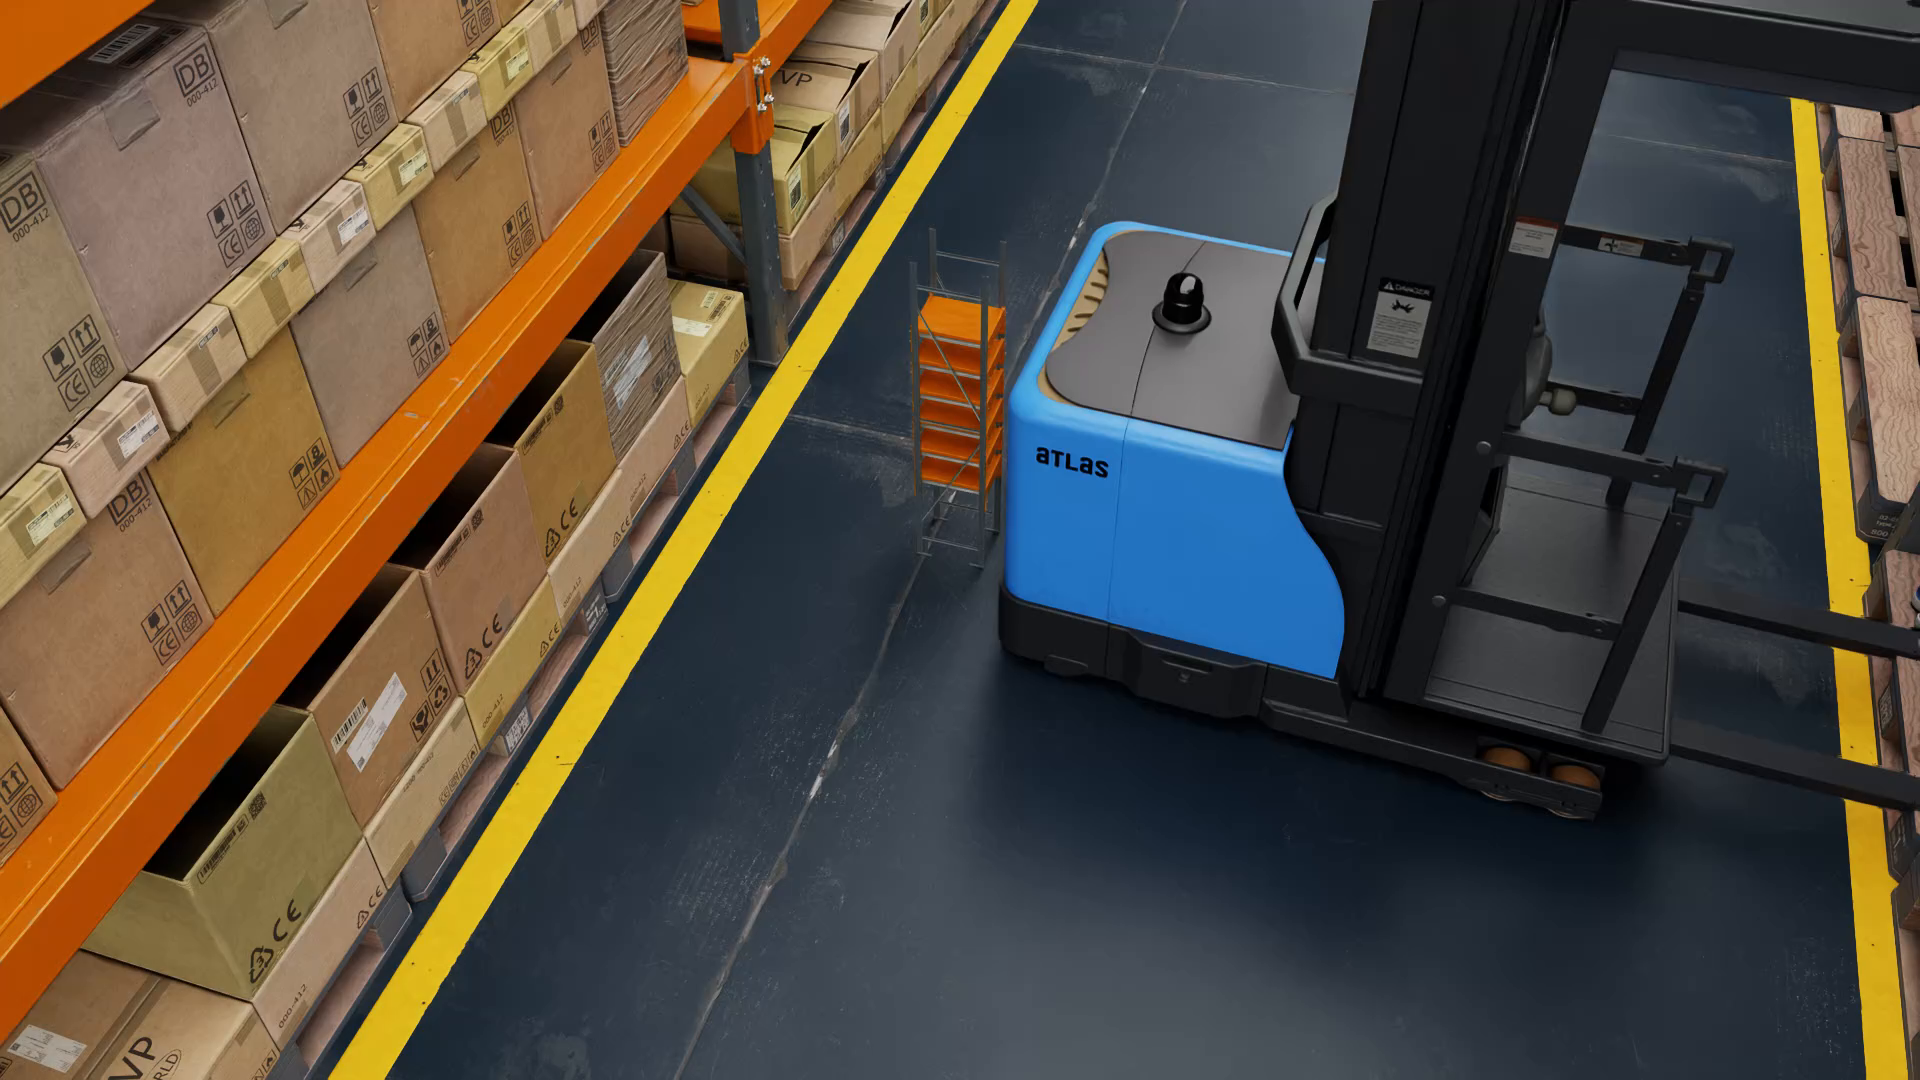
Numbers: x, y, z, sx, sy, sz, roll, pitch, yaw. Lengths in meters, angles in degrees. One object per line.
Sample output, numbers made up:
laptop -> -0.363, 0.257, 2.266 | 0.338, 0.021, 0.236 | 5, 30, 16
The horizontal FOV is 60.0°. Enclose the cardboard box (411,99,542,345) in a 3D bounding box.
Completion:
cardboard box -> -1.601, -0.935, 4.489 | 0.700, 0.500, 0.500 | 13, 46, 13

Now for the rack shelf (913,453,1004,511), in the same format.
rack shelf -> -0.004, -0.216, 5.519 | 0.258, 0.103, 0.180 | 13, 46, 12

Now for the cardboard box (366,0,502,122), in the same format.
cardboard box -> -1.596, -1.414, 4.051 | 0.700, 0.500, 0.500 | 13, 46, 12

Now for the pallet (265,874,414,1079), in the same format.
pallet -> -2.183, 1.262, 4.310 | 1.003, 0.211, 1.213 | 13, 46, 13

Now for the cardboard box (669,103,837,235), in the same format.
cardboard box -> -0.801, -1.473, 6.375 | 0.500, 0.311, 0.500 | 13, 46, 13

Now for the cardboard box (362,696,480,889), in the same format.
cardboard box -> -1.700, 0.639, 4.618 | 0.500, 0.250, 0.500 | 13, 46, 13

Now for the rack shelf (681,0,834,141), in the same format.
rack shelf -> -0.558, -2.959, 7.143 | 1.077, 0.370, 4.000 | 13, 46, 13

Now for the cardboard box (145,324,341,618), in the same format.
cardboard box -> -1.911, -0.241, 3.781 | 0.700, 0.500, 0.500 | 13, 46, 13

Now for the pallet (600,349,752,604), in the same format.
pallet -> -1.444, -0.365, 5.972 | 1.003, 0.211, 1.213 | 13, 46, 13

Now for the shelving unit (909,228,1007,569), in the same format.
shelving unit -> -0.004, -0.419, 5.320 | 0.258, 1.200, 0.189 | 13, 46, 12

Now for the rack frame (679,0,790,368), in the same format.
rack frame -> -1.163, -1.883, 5.529 | 1.000, 3.000, 0.127 | 13, 46, 13

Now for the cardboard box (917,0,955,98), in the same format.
cardboard box -> -0.340, -2.292, 7.613 | 0.500, 0.250, 0.500 | 13, 46, 13

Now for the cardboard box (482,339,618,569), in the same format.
cardboard box -> -1.406, -0.298, 5.039 | 0.500, 0.500, 0.500 | 13, 46, 13

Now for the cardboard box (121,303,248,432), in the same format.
cardboard box -> -1.739, -0.388, 3.467 | 0.380, 0.149, 0.250 | 11, 45, 11

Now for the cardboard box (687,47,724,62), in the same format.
cardboard box -> -1.162, -1.929, 6.842 | 0.500, 0.311, 0.500 | 14, 46, 14

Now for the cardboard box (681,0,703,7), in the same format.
cardboard box -> -1.056, -2.166, 5.927 | 0.500, 0.250, 0.500 | 15, 46, 15

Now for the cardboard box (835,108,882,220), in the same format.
cardboard box -> -0.649, -1.607, 6.913 | 0.500, 0.250, 0.500 | 14, 46, 14

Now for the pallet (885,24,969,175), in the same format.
pallet -> -0.610, -2.201, 7.849 | 1.003, 0.211, 1.213 | 13, 46, 13

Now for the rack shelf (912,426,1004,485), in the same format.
rack shelf -> -0.004, -0.302, 5.436 | 0.258, 0.103, 0.180 | 13, 46, 12

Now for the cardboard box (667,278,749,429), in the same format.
cardboard box -> -1.095, -0.695, 5.981 | 0.500, 0.250, 0.500 | 13, 46, 13

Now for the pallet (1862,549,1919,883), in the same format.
pallet -> 3.313, 0.604, 4.981 | 1.003, 0.211, 1.213 | 13, 46, 13

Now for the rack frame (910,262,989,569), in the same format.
rack frame -> -0.032, -0.358, 5.258 | 0.240, 1.200, 0.006 | 13, 46, 12

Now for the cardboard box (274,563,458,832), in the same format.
cardboard box -> -1.711, 0.368, 4.359 | 0.500, 0.500, 0.500 | 13, 46, 13

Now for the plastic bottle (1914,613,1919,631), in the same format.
plastic bottle -> 3.011, 0.199, 5.088 | 0.097, 0.201, 0.097 | 0, 44, 0

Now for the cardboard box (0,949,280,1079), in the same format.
cardboard box -> -2.000, 1.306, 3.937 | 0.500, 0.250, 0.500 | 13, 46, 13

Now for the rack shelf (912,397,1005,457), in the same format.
rack shelf -> -0.004, -0.387, 5.352 | 0.258, 0.103, 0.180 | 13, 46, 12

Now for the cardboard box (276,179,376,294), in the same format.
cardboard box -> -1.584, -0.724, 3.810 | 0.380, 0.149, 0.250 | 13, 46, 13

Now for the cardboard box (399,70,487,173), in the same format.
cardboard box -> -1.427, -1.078, 4.171 | 0.380, 0.149, 0.250 | 14, 46, 14

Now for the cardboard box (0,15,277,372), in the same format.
cardboard box -> -1.899, -0.747, 3.370 | 0.700, 0.500, 0.500 | 13, 46, 13

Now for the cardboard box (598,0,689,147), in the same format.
cardboard box -> -1.292, -1.621, 5.191 | 0.700, 0.500, 0.500 | 11, 46, 11

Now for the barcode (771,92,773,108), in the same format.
barcode -> -0.689, -1.572, 5.998 | 0.001, 0.075, 0.075 | 13, 46, 13

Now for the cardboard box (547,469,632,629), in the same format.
cardboard box -> -1.394, -0.027, 5.299 | 0.500, 0.250, 0.500 | 13, 46, 13

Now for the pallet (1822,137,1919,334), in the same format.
pallet -> 4.125, -1.182, 6.807 | 1.003, 0.211, 1.213 | 13, 46, 13

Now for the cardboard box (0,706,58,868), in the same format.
cardboard box -> -2.221, 0.439, 3.085 | 0.700, 0.500, 0.500 | 13, 46, 13

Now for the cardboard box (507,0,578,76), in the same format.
cardboard box -> -1.274, -1.409, 4.510 | 0.380, 0.149, 0.250 | 12, 46, 12

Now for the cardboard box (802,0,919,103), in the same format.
cardboard box -> -0.488, -2.151, 7.068 | 0.500, 0.311, 0.500 | 11, 45, 11

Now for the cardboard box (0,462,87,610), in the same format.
cardboard box -> -1.896, -0.042, 3.113 | 0.380, 0.149, 0.250 | 13, 46, 13

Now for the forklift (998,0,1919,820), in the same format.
forklift -> 1.696, -0.648, 4.316 | 3.031, 2.935, 1.130 | 14, 46, 14

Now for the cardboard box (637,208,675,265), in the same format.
cardboard box -> -1.314, -1.388, 6.689 | 0.500, 0.250, 0.500 | 12, 46, 12
